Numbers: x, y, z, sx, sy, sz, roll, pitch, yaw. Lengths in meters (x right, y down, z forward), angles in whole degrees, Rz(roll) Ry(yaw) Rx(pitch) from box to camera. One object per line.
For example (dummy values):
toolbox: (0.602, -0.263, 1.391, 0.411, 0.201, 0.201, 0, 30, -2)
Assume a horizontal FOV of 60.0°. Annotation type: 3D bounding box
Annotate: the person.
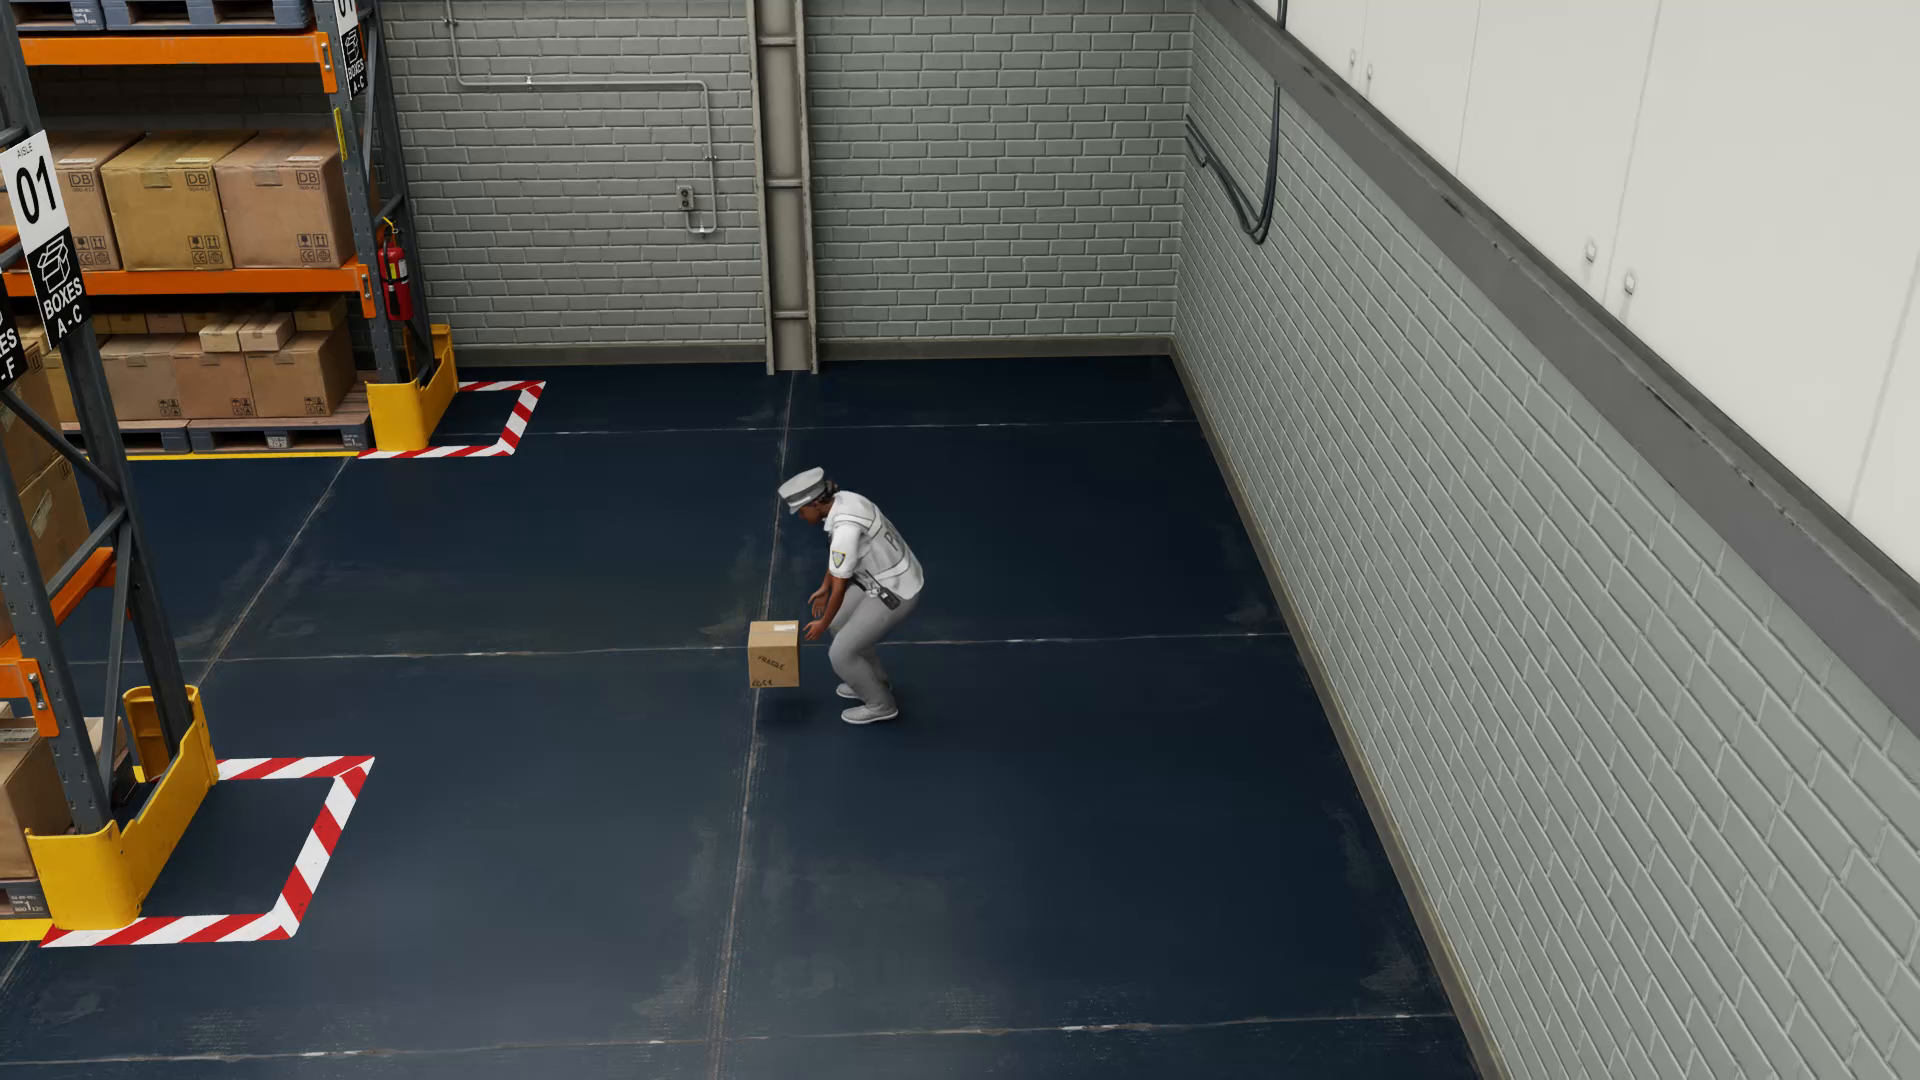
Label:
person: (-0.534, 0.279, 8.396, 0.707, 1.388, 0.496, -1, 28, -2)
